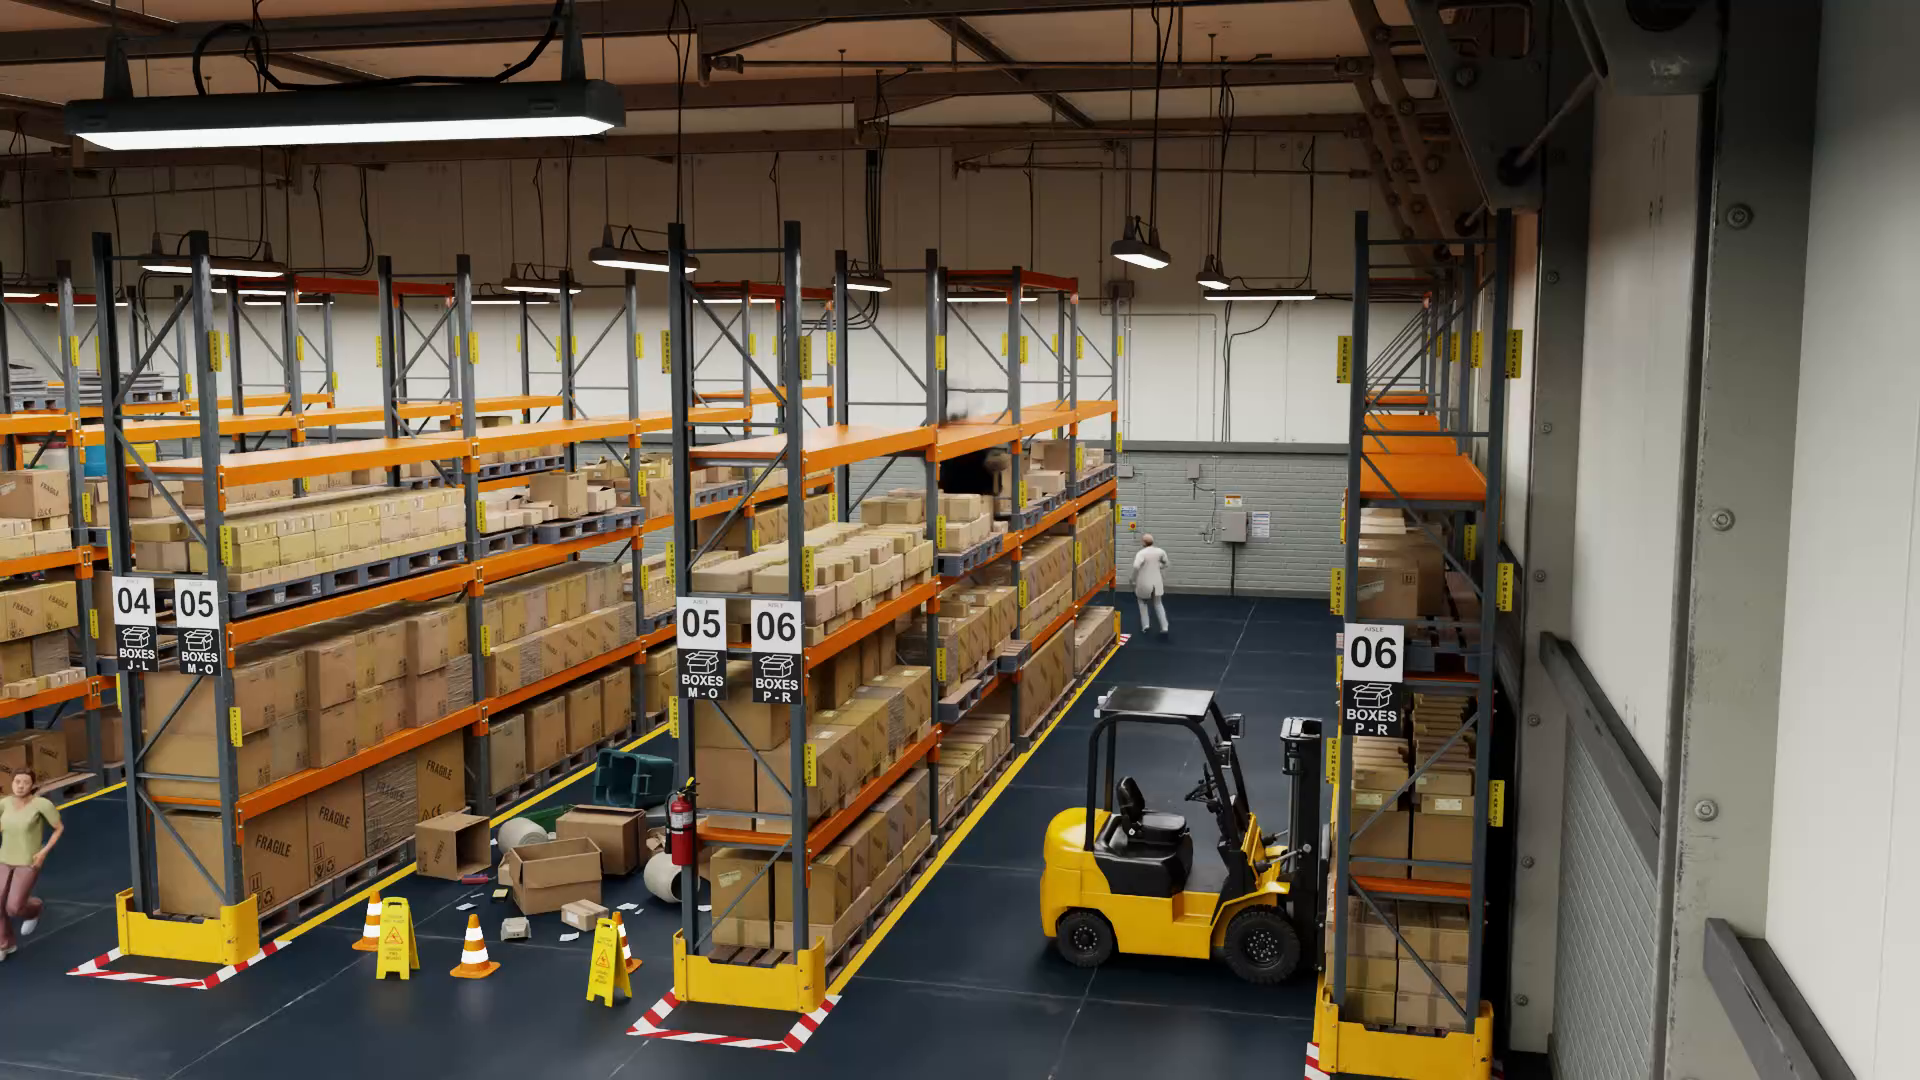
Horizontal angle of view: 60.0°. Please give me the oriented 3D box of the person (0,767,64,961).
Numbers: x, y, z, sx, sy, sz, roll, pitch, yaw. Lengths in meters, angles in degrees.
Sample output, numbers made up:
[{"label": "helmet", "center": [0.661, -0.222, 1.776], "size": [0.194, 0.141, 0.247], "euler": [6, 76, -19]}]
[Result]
[{"label": "person", "center": [-7.848, 2.687, 13.955], "size": [0.621, 1.624, 0.559], "euler": [0, 7, -3]}]

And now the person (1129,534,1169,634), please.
[{"label": "person", "center": [3.254, 0.785, 28.811], "size": [0.768, 1.804, 0.866], "euler": [-2, 7, -16]}]
